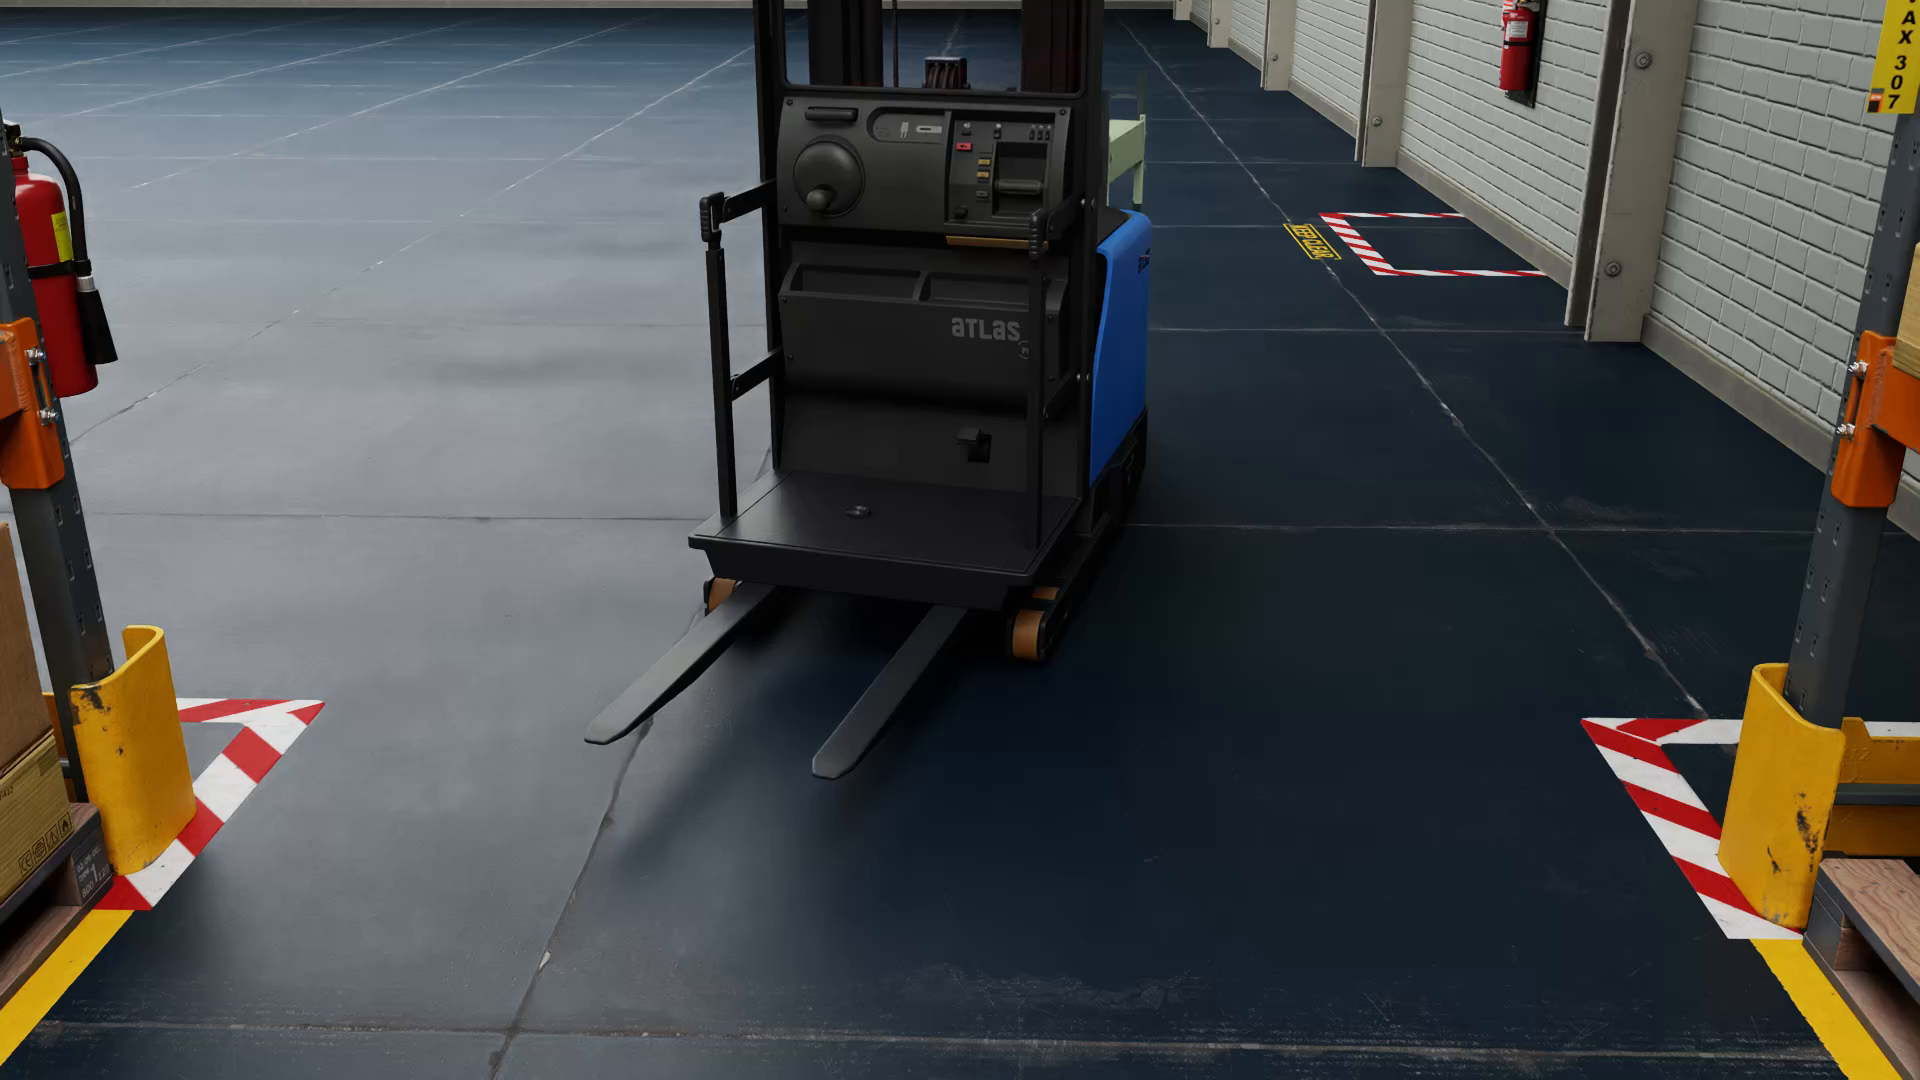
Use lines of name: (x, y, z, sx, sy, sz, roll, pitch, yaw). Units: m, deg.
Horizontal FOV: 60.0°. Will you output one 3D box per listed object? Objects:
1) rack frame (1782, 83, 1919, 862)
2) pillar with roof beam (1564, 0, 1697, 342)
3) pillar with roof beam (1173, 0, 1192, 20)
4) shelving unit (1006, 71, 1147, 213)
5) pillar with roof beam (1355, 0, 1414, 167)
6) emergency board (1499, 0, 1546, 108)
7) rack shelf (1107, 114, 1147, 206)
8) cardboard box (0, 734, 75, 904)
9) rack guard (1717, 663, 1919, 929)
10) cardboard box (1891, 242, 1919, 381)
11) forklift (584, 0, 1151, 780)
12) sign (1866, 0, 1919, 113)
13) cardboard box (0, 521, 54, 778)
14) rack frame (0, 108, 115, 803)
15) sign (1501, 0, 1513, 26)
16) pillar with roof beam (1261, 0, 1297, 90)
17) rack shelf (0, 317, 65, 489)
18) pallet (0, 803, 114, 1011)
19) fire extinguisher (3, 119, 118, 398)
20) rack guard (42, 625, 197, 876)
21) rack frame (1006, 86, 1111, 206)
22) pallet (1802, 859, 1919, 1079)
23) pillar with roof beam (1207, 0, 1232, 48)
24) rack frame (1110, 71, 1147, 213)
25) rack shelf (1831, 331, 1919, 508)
rack frame: (2.420, -0.603, 3.436, 1.000, 3.000, 0.127, 1, 21, 2)
pillar with roof beam: (-0.857, -5.354, 7.387, 9.100, 9.000, 0.400, 1, 21, 2)
pillar with roof beam: (-0.127, -14.031, 29.751, 9.100, 9.000, 0.400, 1, 21, 2)
shelving unit: (0.477, -1.139, 6.892, 0.431, 1.500, 0.755, 6, 22, 16)
pillar with roof beam: (-0.674, -7.523, 12.978, 9.100, 9.000, 0.400, 1, 21, 2)
emergency board: (3.560, -3.403, 10.652, 0.194, 1.169, 0.643, 1, 21, 2)
rack shelf: (0.477, -1.503, 6.751, 0.431, 0.370, 0.720, 6, 22, 16)
cardboard box: (-2.252, 0.627, 3.486, 0.500, 0.250, 0.500, 1, 21, 2)
rack guard: (2.418, 0.590, 3.817, 1.175, 0.500, 0.348, 1, 21, 2)
cardboard box: (2.088, -0.369, 3.014, 0.500, 0.250, 0.500, 0, 21, 0)
forklift: (-0.179, -1.151, 4.943, 1.130, 2.935, 3.031, 6, 22, 16)
sign: (1.878, -1.012, 3.294, 0.100, 0.325, 0.005, 1, 21, 2)
cardboard box: (-2.250, 0.278, 3.350, 0.500, 0.500, 0.500, 1, 21, 2)
rack frame: (-2.531, -0.656, 3.573, 1.000, 3.000, 0.127, 1, 21, 2)
sign: (3.679, -3.618, 11.158, 0.001, 0.329, 0.234, 1, 21, 2)
pillar with roof beam: (-0.492, -9.693, 18.569, 9.100, 9.000, 0.400, 1, 21, 2)
rack shelf: (-2.592, 0.403, 1.839, 1.077, 0.370, 4.000, 1, 21, 2)
pallet: (-2.512, 0.921, 3.363, 1.003, 0.211, 1.213, 1, 21, 2)
fire extinguisher: (-2.063, -0.658, 3.684, 0.296, 0.674, 0.183, 1, 21, 2)
rack guard: (-2.530, 0.501, 4.047, 1.175, 0.500, 0.348, 1, 21, 2)
rack frame: (0.372, -1.013, 6.565, 0.400, 1.500, 0.023, 6, 22, 16)
pallet: (2.358, 1.018, 3.113, 1.003, 0.211, 1.213, 1, 21, 2)
pillar with roof beam: (-0.309, -11.862, 24.160, 9.100, 9.000, 0.400, 1, 21, 2)
rack frame: (0.582, -1.266, 7.219, 0.400, 1.500, 0.023, 6, 22, 16)
rack shelf: (2.360, 0.456, 1.702, 1.077, 0.370, 4.000, 1, 21, 2)
